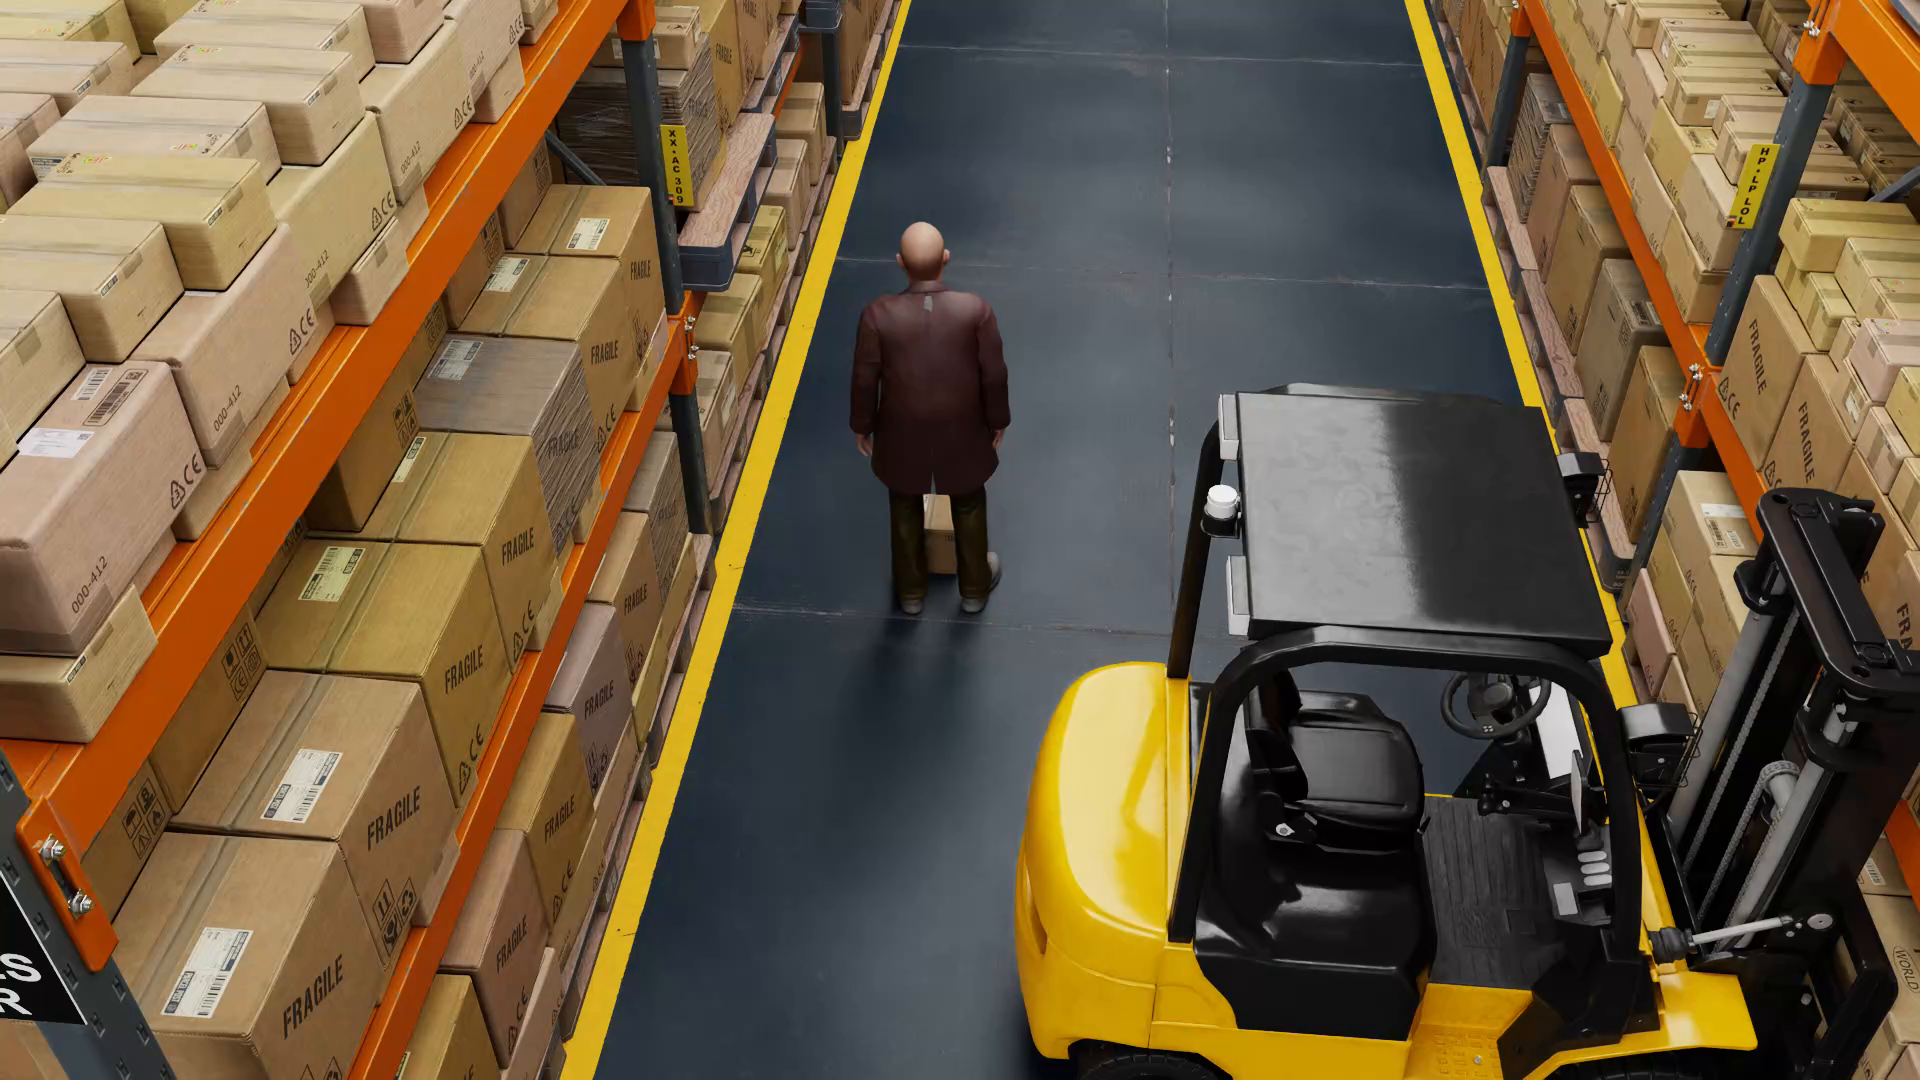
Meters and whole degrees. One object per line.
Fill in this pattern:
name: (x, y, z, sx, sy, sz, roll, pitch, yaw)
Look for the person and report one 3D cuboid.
person: (-0.121, -0.459, 6.724, 0.653, 1.774, 0.426, -1, 40, -1)
